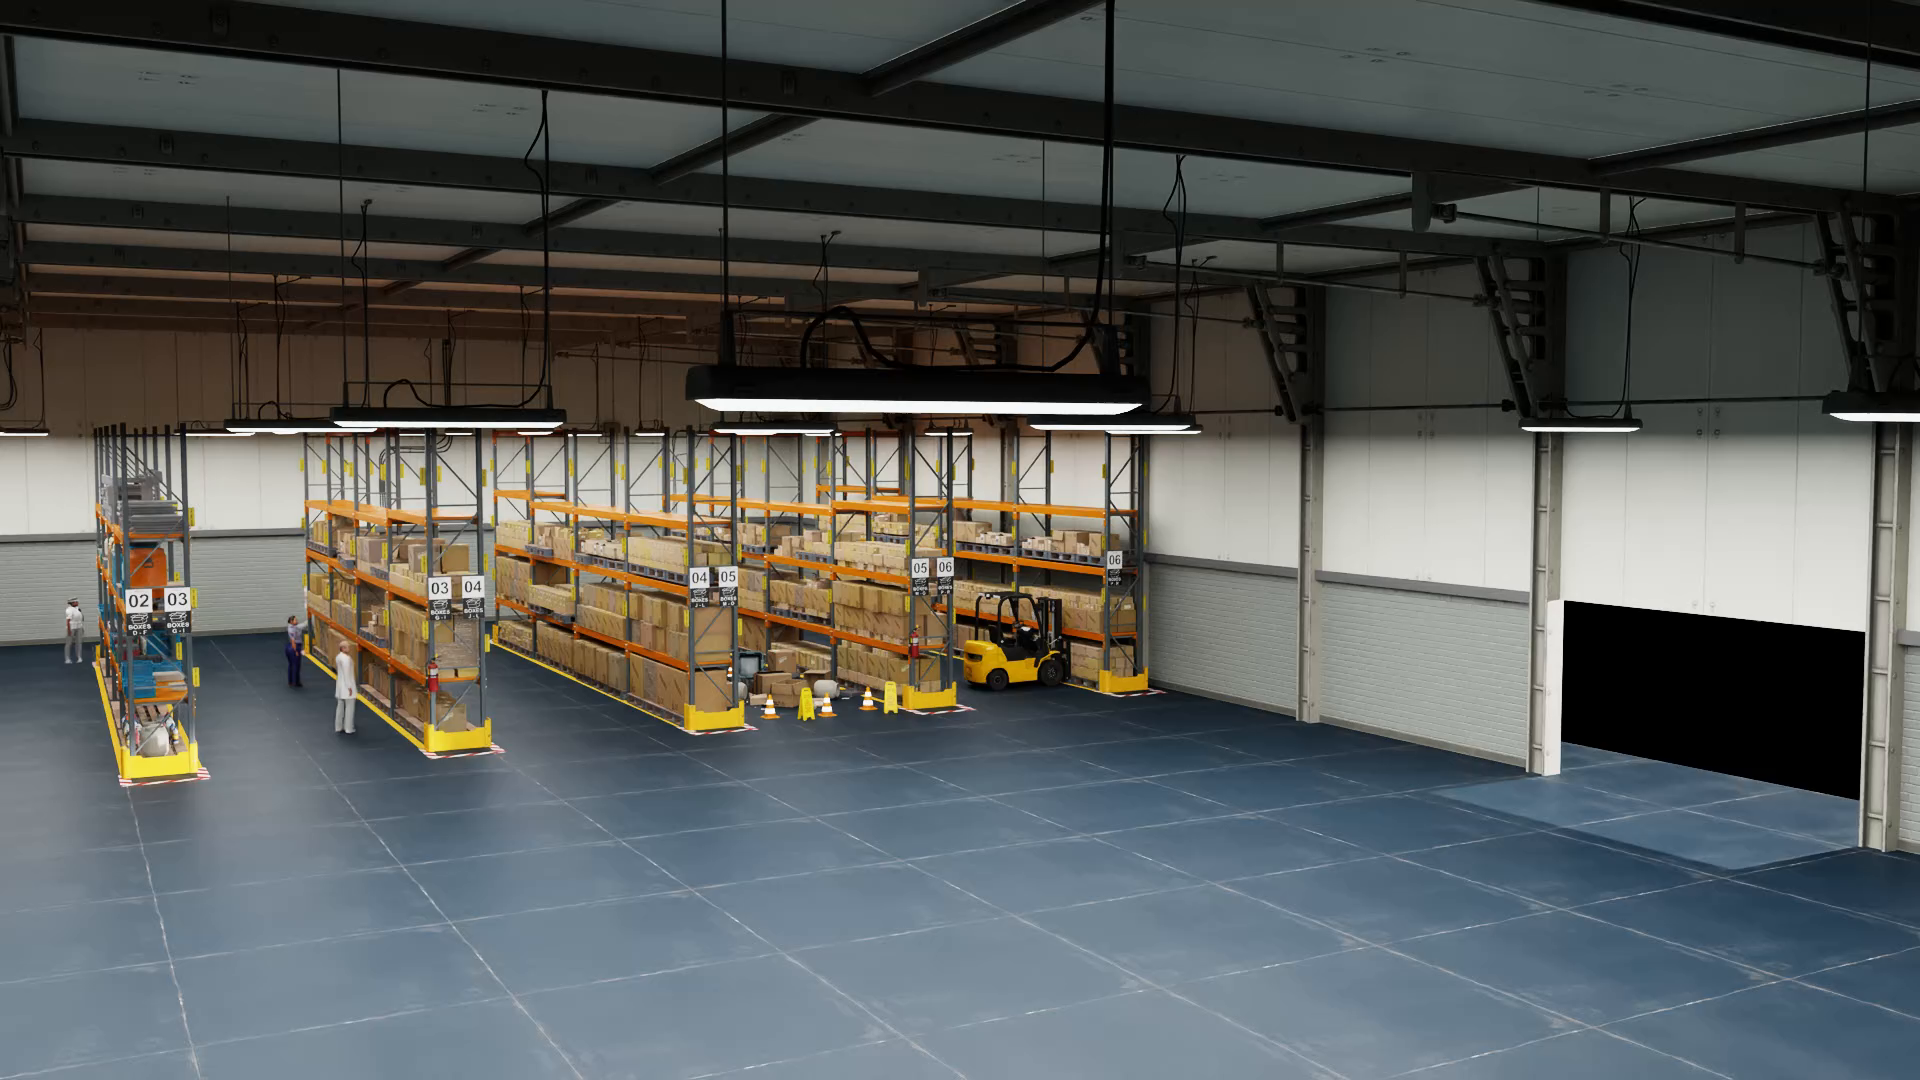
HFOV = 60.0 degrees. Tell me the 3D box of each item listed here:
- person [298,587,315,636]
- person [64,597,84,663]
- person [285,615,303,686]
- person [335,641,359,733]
[{"bbox_3d":[-18.773,1.920,48.125,0.764,1.745,0.556,0,3,-7],"label":"person"},{"bbox_3d":[-22.716,2.293,42.652,0.370,1.695,0.471,2,4,25],"label":"person"},{"bbox_3d":[-15.434,2.563,38.581,0.380,1.655,0.508,-3,4,-39],"label":"person"},{"bbox_3d":[-11.953,2.862,32.440,0.606,1.794,0.416,3,4,39],"label":"person"}]
